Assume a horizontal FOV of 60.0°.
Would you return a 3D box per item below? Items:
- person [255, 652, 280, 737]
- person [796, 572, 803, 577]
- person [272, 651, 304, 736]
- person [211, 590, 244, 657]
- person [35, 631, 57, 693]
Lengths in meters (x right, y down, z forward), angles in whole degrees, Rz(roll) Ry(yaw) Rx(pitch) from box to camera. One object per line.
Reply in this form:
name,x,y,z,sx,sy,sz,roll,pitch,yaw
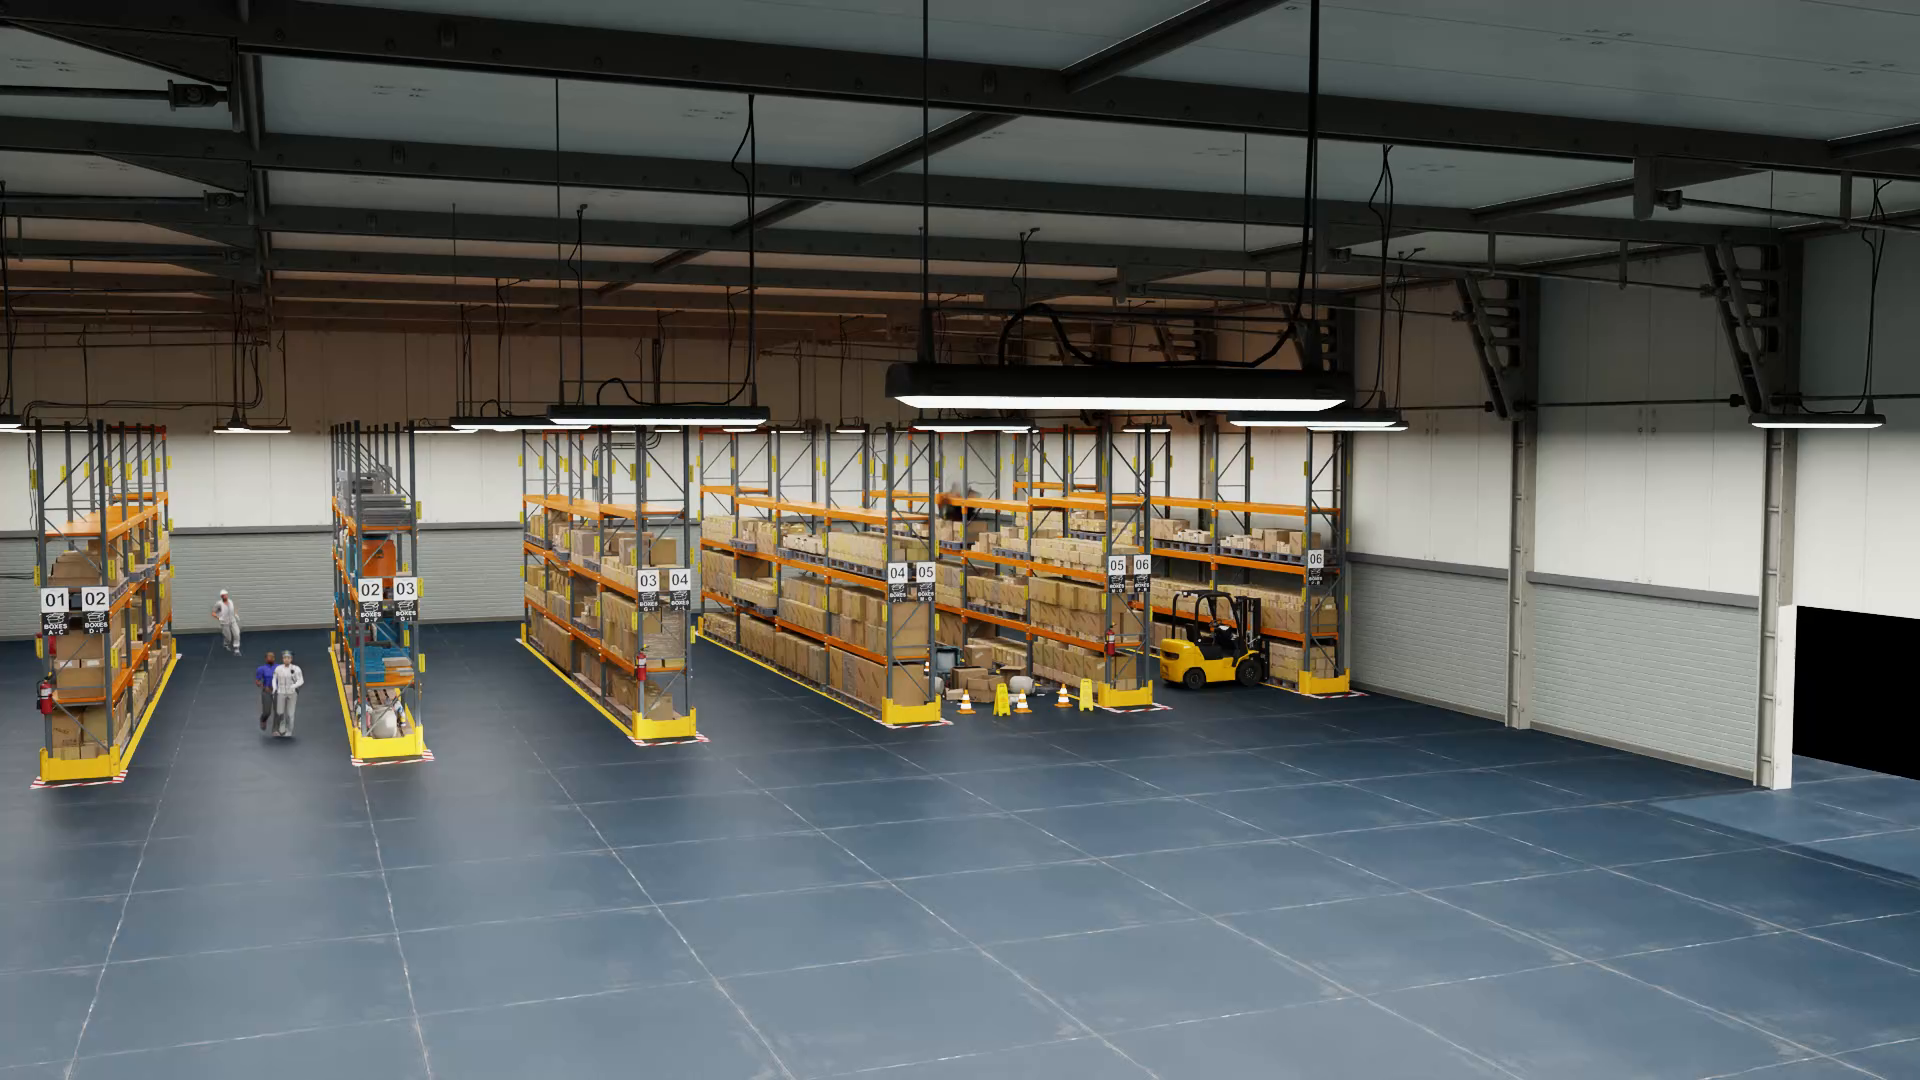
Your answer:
person,-13.156,2.931,31.778,0.579,1.607,0.672,-3,5,-38
person,-4.856,1.776,50.570,0.651,1.603,0.568,-1,4,-14
person,-12.759,2.917,31.513,0.603,1.647,0.558,-1,4,-15
person,-19.061,2.166,43.149,0.836,1.757,0.709,3,5,39
person,-19.712,2.625,36.118,0.686,1.772,0.859,-2,4,-23
